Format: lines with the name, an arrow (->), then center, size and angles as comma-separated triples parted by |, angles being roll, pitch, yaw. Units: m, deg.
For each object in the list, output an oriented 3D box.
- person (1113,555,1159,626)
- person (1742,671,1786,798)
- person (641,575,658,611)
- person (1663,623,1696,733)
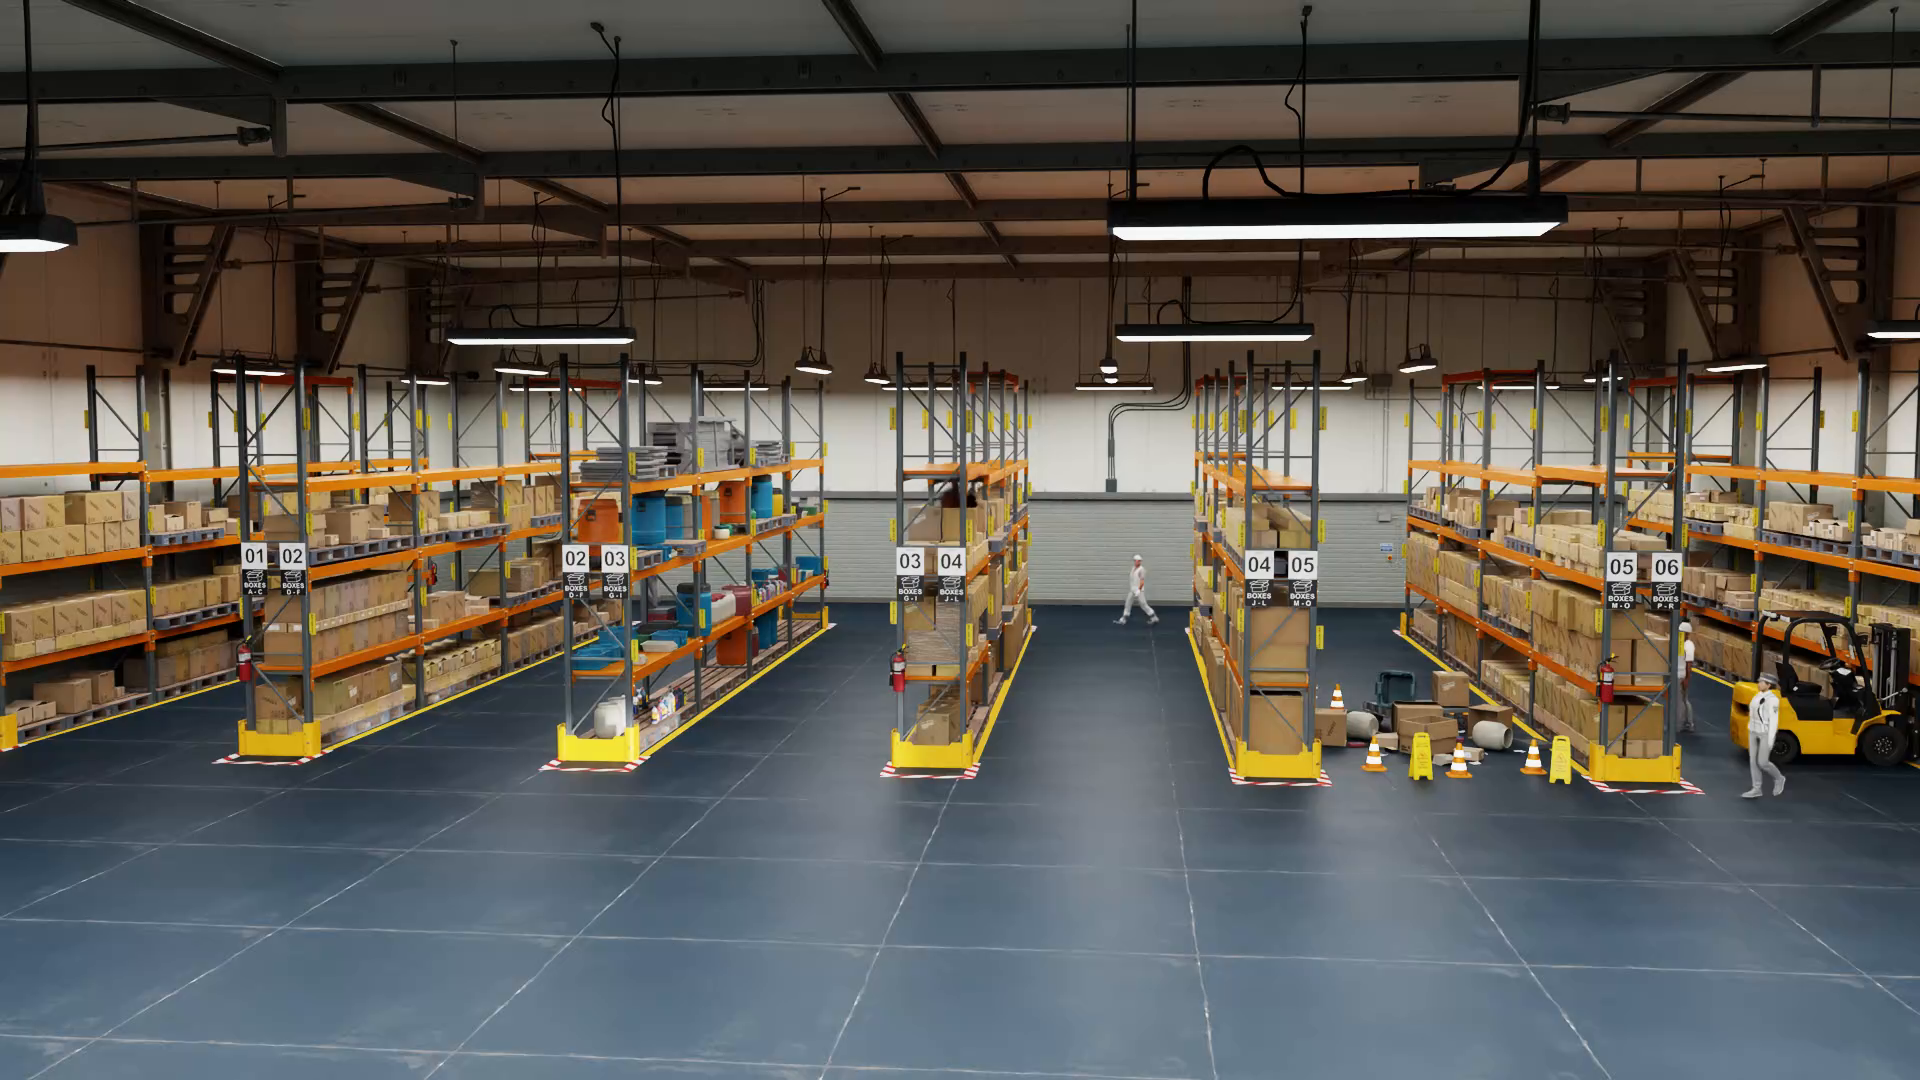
person -> 4.311, 1.240, 40.701 | 1.094, 1.746, 0.676 | 0, 4, -5
person -> 10.670, 2.582, 22.055 | 0.476, 1.689, 0.463 | -2, 4, -20
person -> -8.062, 1.122, 43.244 | 0.507, 1.603, 1.014 | -2, 4, -25
person -> 11.656, 2.215, 26.904 | 0.453, 1.772, 0.604 | 2, 5, 31
